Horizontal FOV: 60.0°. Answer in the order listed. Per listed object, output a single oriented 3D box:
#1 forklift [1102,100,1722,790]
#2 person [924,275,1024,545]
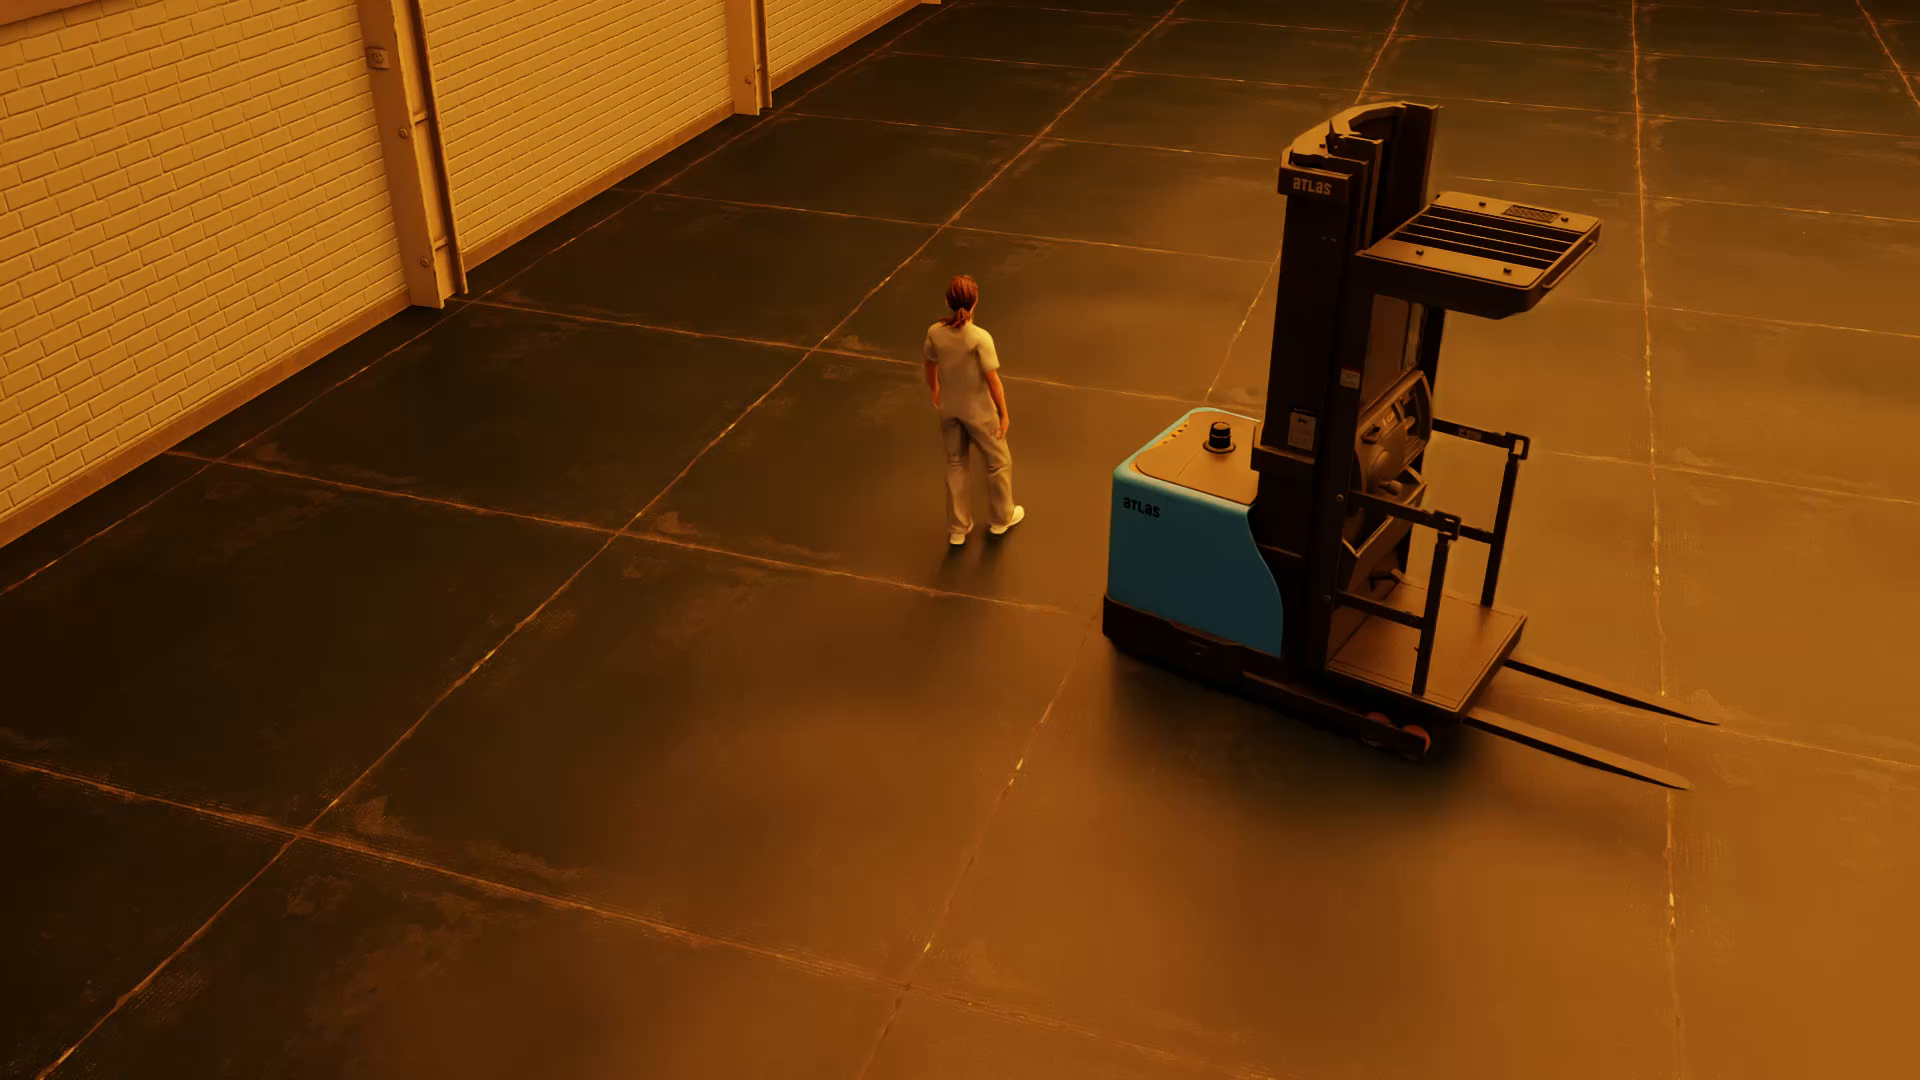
[{"bbox_3d":[2.281,-0.493,8.001,3.031,2.935,1.130,19,35,29],"label":"forklift"},{"bbox_3d":[0.081,-0.799,9.824,0.577,1.660,0.574,16,33,25],"label":"person"}]
